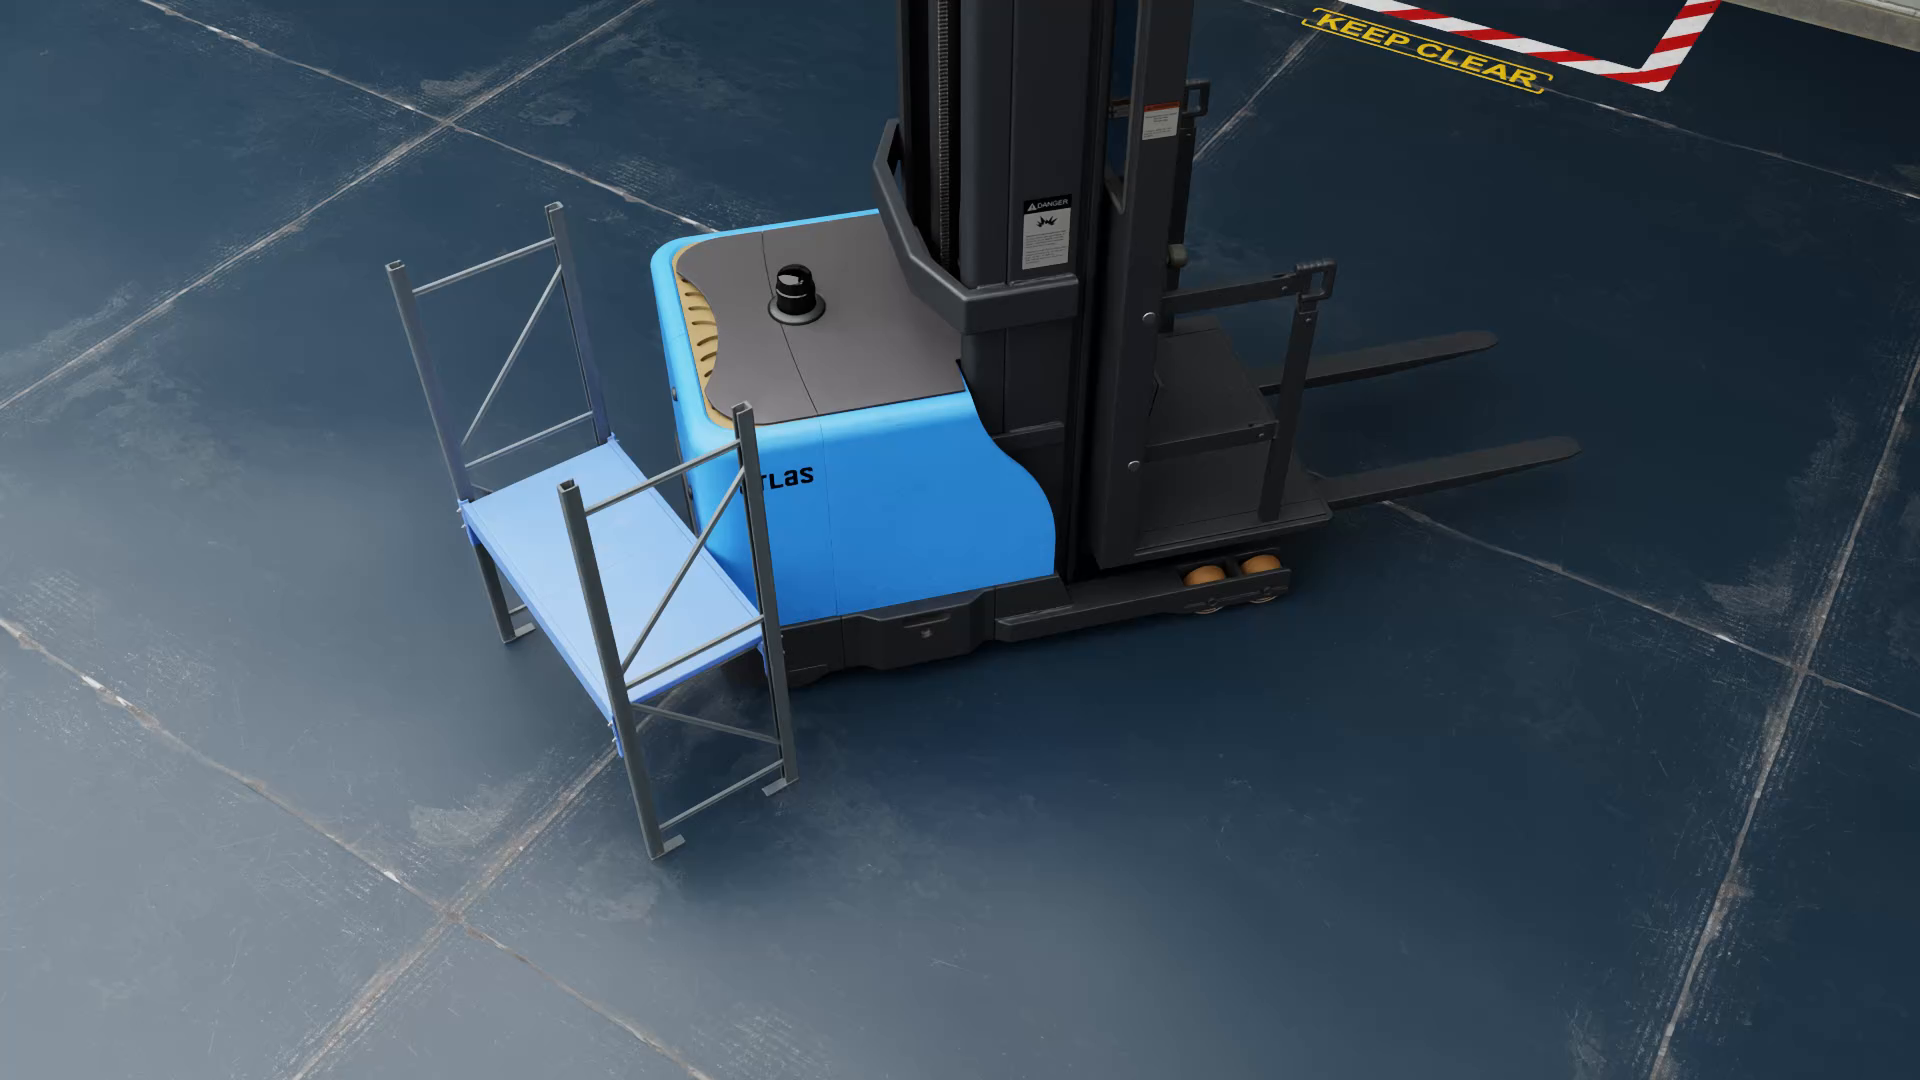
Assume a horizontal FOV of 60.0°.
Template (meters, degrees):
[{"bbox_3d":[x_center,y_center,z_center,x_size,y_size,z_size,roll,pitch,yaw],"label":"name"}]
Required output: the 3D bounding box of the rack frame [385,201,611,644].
[{"bbox_3d":[-1.292,-0.294,4.988,0.500,1.500,0.032,-27,52,-24],"label":"rack frame"}]

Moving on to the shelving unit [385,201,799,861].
[{"bbox_3d":[-0.997,0.003,4.699,0.538,1.500,1.048,-27,52,-24],"label":"shelving unit"}]

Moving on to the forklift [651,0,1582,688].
[{"bbox_3d":[0.603,-1.134,4.809,3.031,2.935,1.130,-11,47,-10],"label":"forklift"}]

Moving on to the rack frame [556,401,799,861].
[{"bbox_3d":[-0.703,0.301,4.410,0.500,1.500,0.032,-27,52,-24],"label":"rack frame"}]

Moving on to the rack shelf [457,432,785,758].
[{"bbox_3d":[-0.997,0.128,4.828,0.538,0.185,1.000,-27,52,-24],"label":"rack shelf"}]
